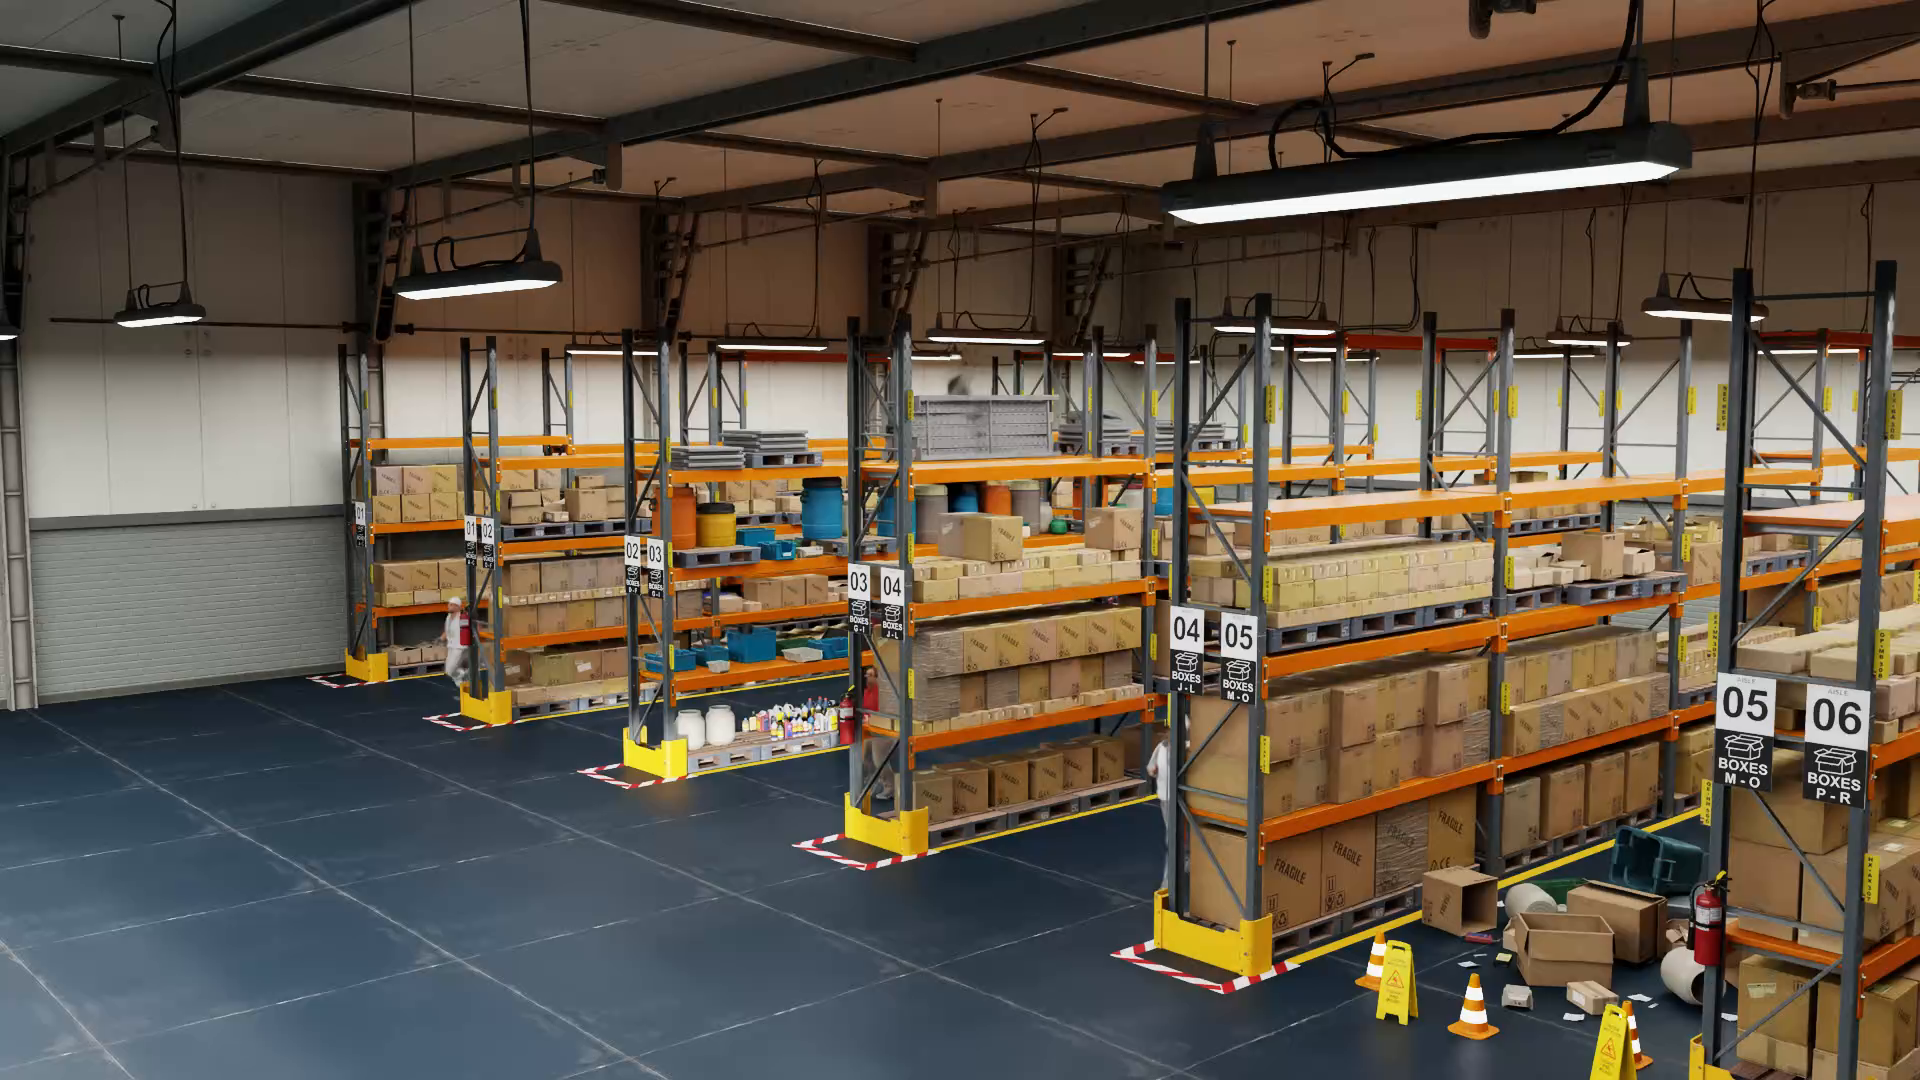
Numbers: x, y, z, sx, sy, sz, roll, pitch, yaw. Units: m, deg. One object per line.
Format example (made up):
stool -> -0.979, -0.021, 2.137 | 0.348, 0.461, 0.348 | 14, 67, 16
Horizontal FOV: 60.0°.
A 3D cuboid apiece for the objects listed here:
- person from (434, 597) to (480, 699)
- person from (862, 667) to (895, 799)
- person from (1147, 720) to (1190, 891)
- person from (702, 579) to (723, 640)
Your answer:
person -> -8.403, 1.817, 27.682 | 0.694, 1.740, 0.624 | 4, 7, 39
person -> -1.089, 2.450, 20.909 | 0.685, 1.727, 0.661 | -5, 7, -44
person -> 2.278, 2.716, 17.374 | 0.828, 1.829, 0.658 | -5, 7, -44
person -> -4.634, 1.540, 30.975 | 0.578, 1.660, 0.870 | 5, 7, 42
